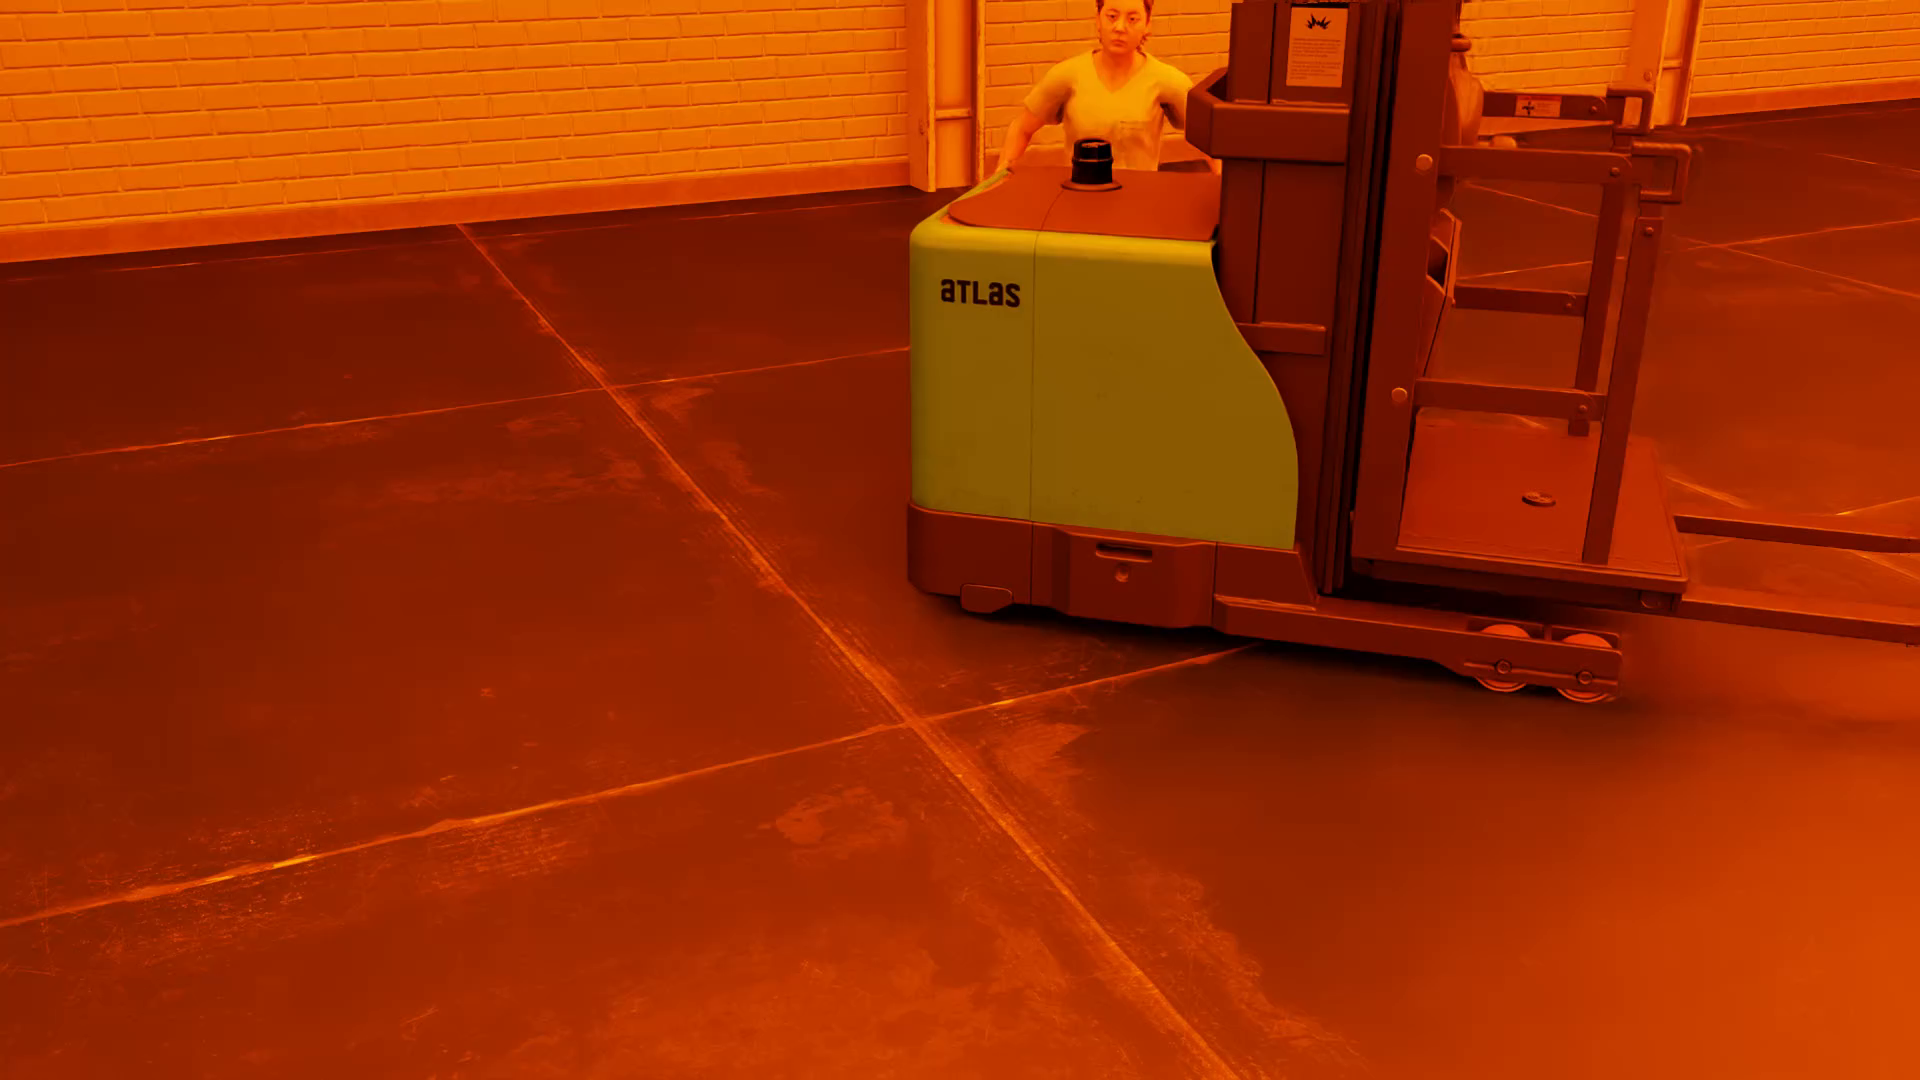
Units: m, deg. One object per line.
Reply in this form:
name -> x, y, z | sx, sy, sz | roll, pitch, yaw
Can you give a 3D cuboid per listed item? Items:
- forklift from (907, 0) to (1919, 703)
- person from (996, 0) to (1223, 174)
forklift -> 1.429, -1.178, 4.121 | 3.031, 2.935, 1.130 | 7, 23, 15
person -> 0.484, -0.978, 5.386 | 0.800, 1.623, 0.533 | 4, 23, 11
